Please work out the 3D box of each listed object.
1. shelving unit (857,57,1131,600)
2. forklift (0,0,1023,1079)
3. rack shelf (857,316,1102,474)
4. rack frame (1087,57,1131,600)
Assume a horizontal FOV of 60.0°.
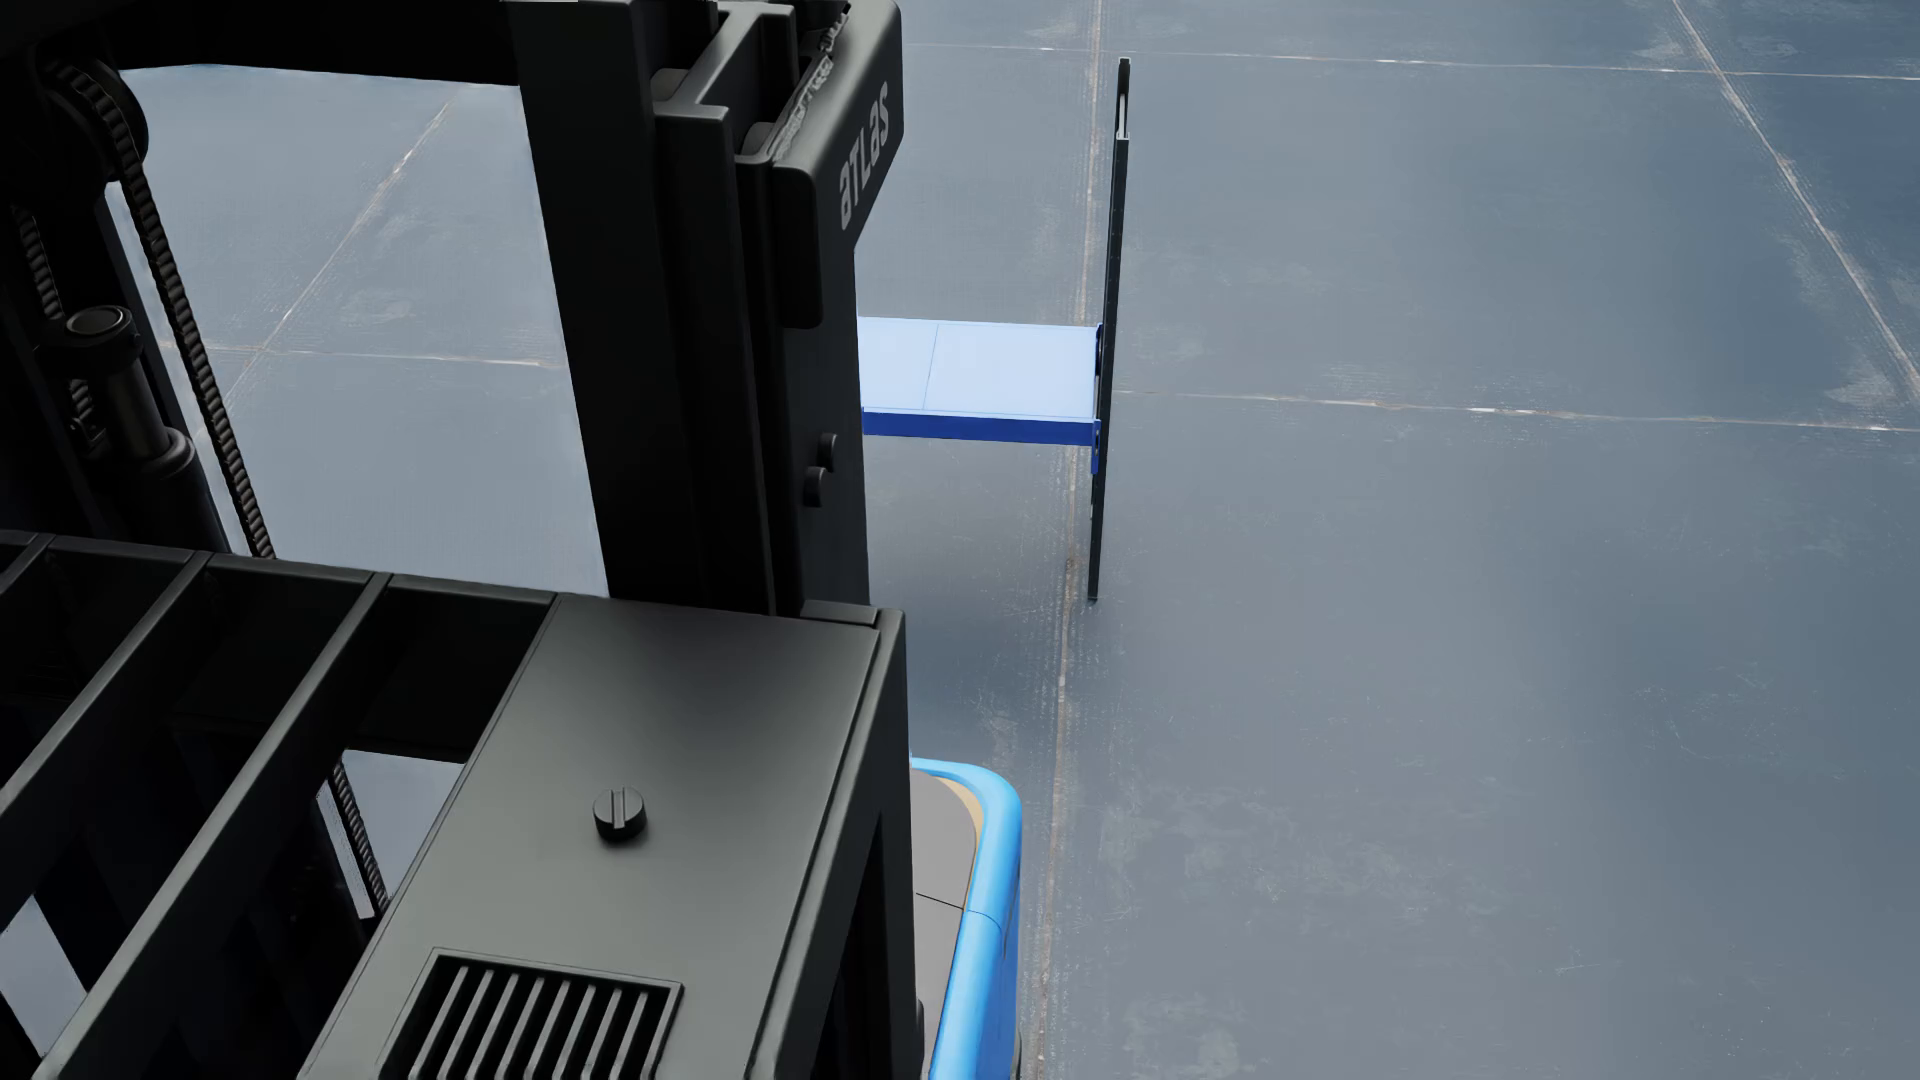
[{"bbox_3d":[-0.085,-0.586,4.782,1.048,1.500,0.538,3,39,4],"label":"shelving unit"},{"bbox_3d":[-0.625,0.982,1.722,1.130,2.935,3.031,6,40,7],"label":"forklift"},{"bbox_3d":[-0.085,-0.447,4.896,1.000,0.185,0.538,3,39,4],"label":"rack shelf"},{"bbox_3d":[0.421,-0.559,4.748,0.032,1.500,0.500,3,39,4],"label":"rack frame"}]
